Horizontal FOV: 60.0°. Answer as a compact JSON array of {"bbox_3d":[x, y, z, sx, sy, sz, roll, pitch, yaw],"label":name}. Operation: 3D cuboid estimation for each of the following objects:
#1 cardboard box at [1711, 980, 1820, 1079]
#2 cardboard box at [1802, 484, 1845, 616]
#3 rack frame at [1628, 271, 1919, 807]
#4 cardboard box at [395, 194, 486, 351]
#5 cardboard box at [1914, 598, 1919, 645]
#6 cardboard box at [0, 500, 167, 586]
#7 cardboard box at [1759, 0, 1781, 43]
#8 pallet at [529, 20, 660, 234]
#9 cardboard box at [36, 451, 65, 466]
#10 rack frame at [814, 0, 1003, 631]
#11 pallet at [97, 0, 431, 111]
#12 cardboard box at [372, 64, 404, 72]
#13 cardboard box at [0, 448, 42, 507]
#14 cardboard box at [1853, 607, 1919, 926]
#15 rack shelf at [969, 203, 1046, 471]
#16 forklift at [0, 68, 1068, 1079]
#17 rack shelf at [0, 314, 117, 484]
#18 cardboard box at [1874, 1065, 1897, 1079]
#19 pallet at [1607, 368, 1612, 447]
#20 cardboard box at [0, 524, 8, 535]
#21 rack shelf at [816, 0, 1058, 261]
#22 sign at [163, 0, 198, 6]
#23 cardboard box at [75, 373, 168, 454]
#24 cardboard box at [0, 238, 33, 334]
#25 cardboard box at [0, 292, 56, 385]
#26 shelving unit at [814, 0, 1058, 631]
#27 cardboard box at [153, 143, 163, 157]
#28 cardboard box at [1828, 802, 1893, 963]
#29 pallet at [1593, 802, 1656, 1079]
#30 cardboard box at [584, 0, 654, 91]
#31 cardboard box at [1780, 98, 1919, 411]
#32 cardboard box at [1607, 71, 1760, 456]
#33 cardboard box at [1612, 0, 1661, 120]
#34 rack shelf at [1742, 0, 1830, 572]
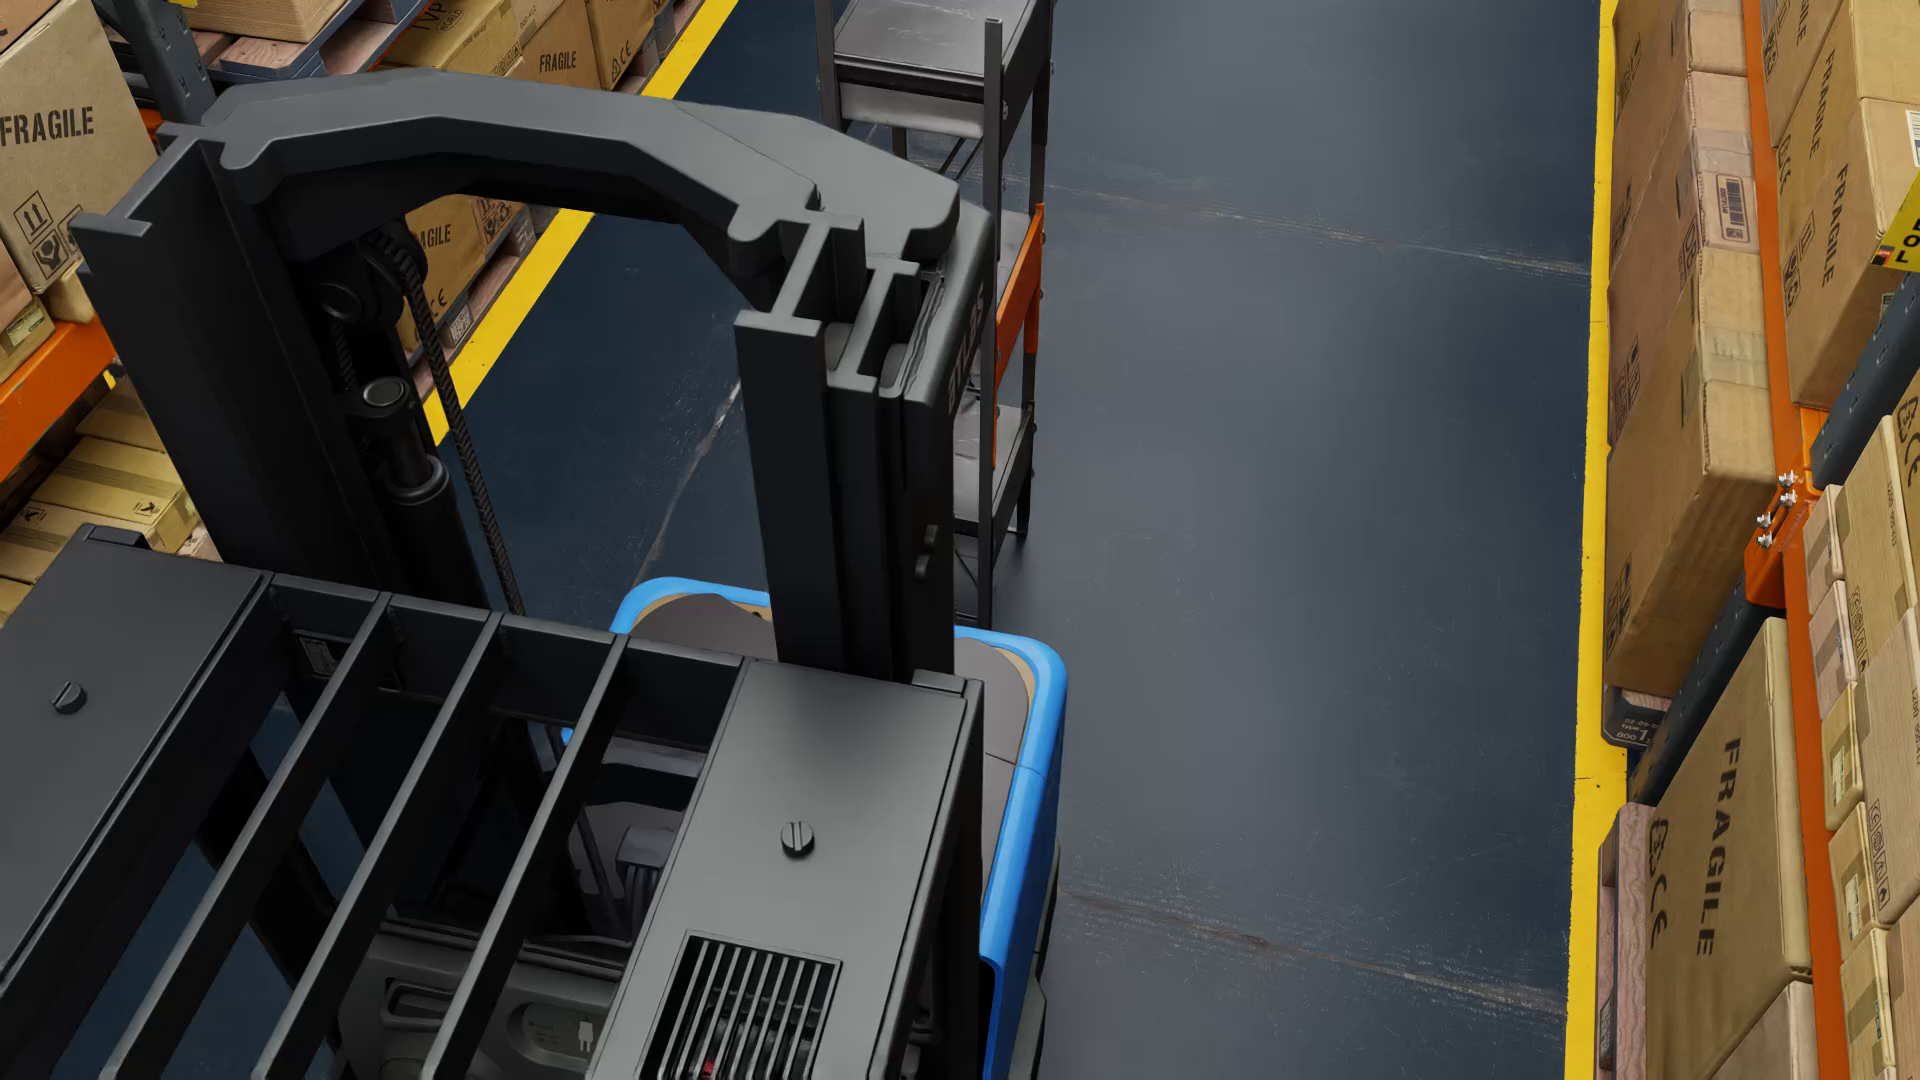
[{"bbox_3d":[1.848,1.502,3.061,0.875,0.875,0.875,12,50,10],"label":"cardboard box"},{"bbox_3d":[1.937,0.056,3.367,0.380,0.149,0.250,12,50,10],"label":"cardboard box"},{"bbox_3d":[2.336,-0.175,3.404,1.000,3.000,0.127,12,50,10],"label":"rack frame"},{"bbox_3d":[-1.972,-1.021,5.537,0.500,0.500,0.500,13,50,11],"label":"cardboard box"},{"bbox_3d":[1.826,0.179,2.493,0.500,0.500,0.500,12,50,10],"label":"cardboard box"},{"bbox_3d":[-2.352,0.063,4.418,0.380,0.149,0.250,11,50,10],"label":"cardboard box"},{"bbox_3d":[2.600,-1.698,4.681,0.500,0.500,0.500,12,50,10],"label":"cardboard box"},{"bbox_3d":[-1.900,-1.753,6.656,1.003,0.211,1.213,12,50,10],"label":"pallet"},{"bbox_3d":[-2.826,-0.322,4.956,0.380,0.149,0.250,14,50,12],"label":"cardboard box"},{"bbox_3d":[-0.108,-0.399,4.201,0.400,2.100,0.015,12,50,10],"label":"rack frame"},{"bbox_3d":[-2.081,-1.688,4.867,1.003,0.211,1.213,12,50,10],"label":"pallet"},{"bbox_3d":[-1.973,-1.269,5.256,0.500,0.250,0.500,10,49,8],"label":"cardboard box"},{"bbox_3d":[-2.843,-0.224,4.671,0.380,0.149,0.250,14,50,12],"label":"cardboard box"},{"bbox_3d":[1.824,0.423,2.778,0.500,0.250,0.500,11,50,10],"label":"cardboard box"},{"bbox_3d":[-0.044,-0.566,4.367,0.431,0.518,0.480,12,50,10],"label":"rack shelf"},{"bbox_3d":[-0.567,0.990,2.464,1.129,2.867,3.031,9,49,8],"label":"forklift"},{"bbox_3d":[-2.949,0.458,3.325,1.077,0.370,4.000,12,50,10],"label":"rack shelf"},{"bbox_3d":[1.597,0.994,2.540,0.380,0.149,0.250,12,50,10],"label":"cardboard box"},{"bbox_3d":[2.786,-0.711,5.736,1.003,0.211,1.213,12,50,10],"label":"pallet"},{"bbox_3d":[-2.836,0.062,4.617,0.380,0.149,0.250,11,50,10],"label":"cardboard box"},{"bbox_3d":[-0.044,-1.029,3.842,0.431,0.518,0.480,12,50,10],"label":"rack shelf"},{"bbox_3d":[-1.897,-1.412,3.918,0.100,0.325,0.005,12,50,10],"label":"sign"},{"bbox_3d":[-2.265,-0.311,4.748,0.380,0.149,0.250,13,50,11],"label":"cardboard box"},{"bbox_3d":[-2.415,-0.577,3.494,0.500,0.500,0.500,10,49,9],"label":"cardboard box"},{"bbox_3d":[-2.362,-0.502,3.860,0.380,0.149,0.250,13,50,12],"label":"cardboard box"},{"bbox_3d":[-0.044,-0.575,4.357,0.431,2.100,0.503,12,50,10],"label":"shelving unit"},{"bbox_3d":[-2.470,-1.376,5.350,0.500,0.250,0.500,10,49,9],"label":"cardboard box"},{"bbox_3d":[1.732,0.628,2.863,0.380,0.149,0.250,10,49,9],"label":"cardboard box"},{"bbox_3d":[2.061,1.282,3.978,1.003,0.211,1.213,12,50,10],"label":"pallet"},{"bbox_3d":[-1.554,-2.144,6.529,0.500,0.500,0.500,10,49,8],"label":"cardboard box"},{"bbox_3d":[2.196,-0.600,3.712,0.500,0.500,0.500,12,50,10],"label":"cardboard box"},{"bbox_3d":[2.720,-0.724,5.026,1.225,0.875,0.875,10,49,9],"label":"cardboard box"},{"bbox_3d":[3.187,-2.009,6.160,1.225,0.875,0.875,9,49,8],"label":"cardboard box"},{"bbox_3d":[2.863,-1.384,4.950,1.077,0.370,4.000,12,50,10],"label":"rack shelf"}]
